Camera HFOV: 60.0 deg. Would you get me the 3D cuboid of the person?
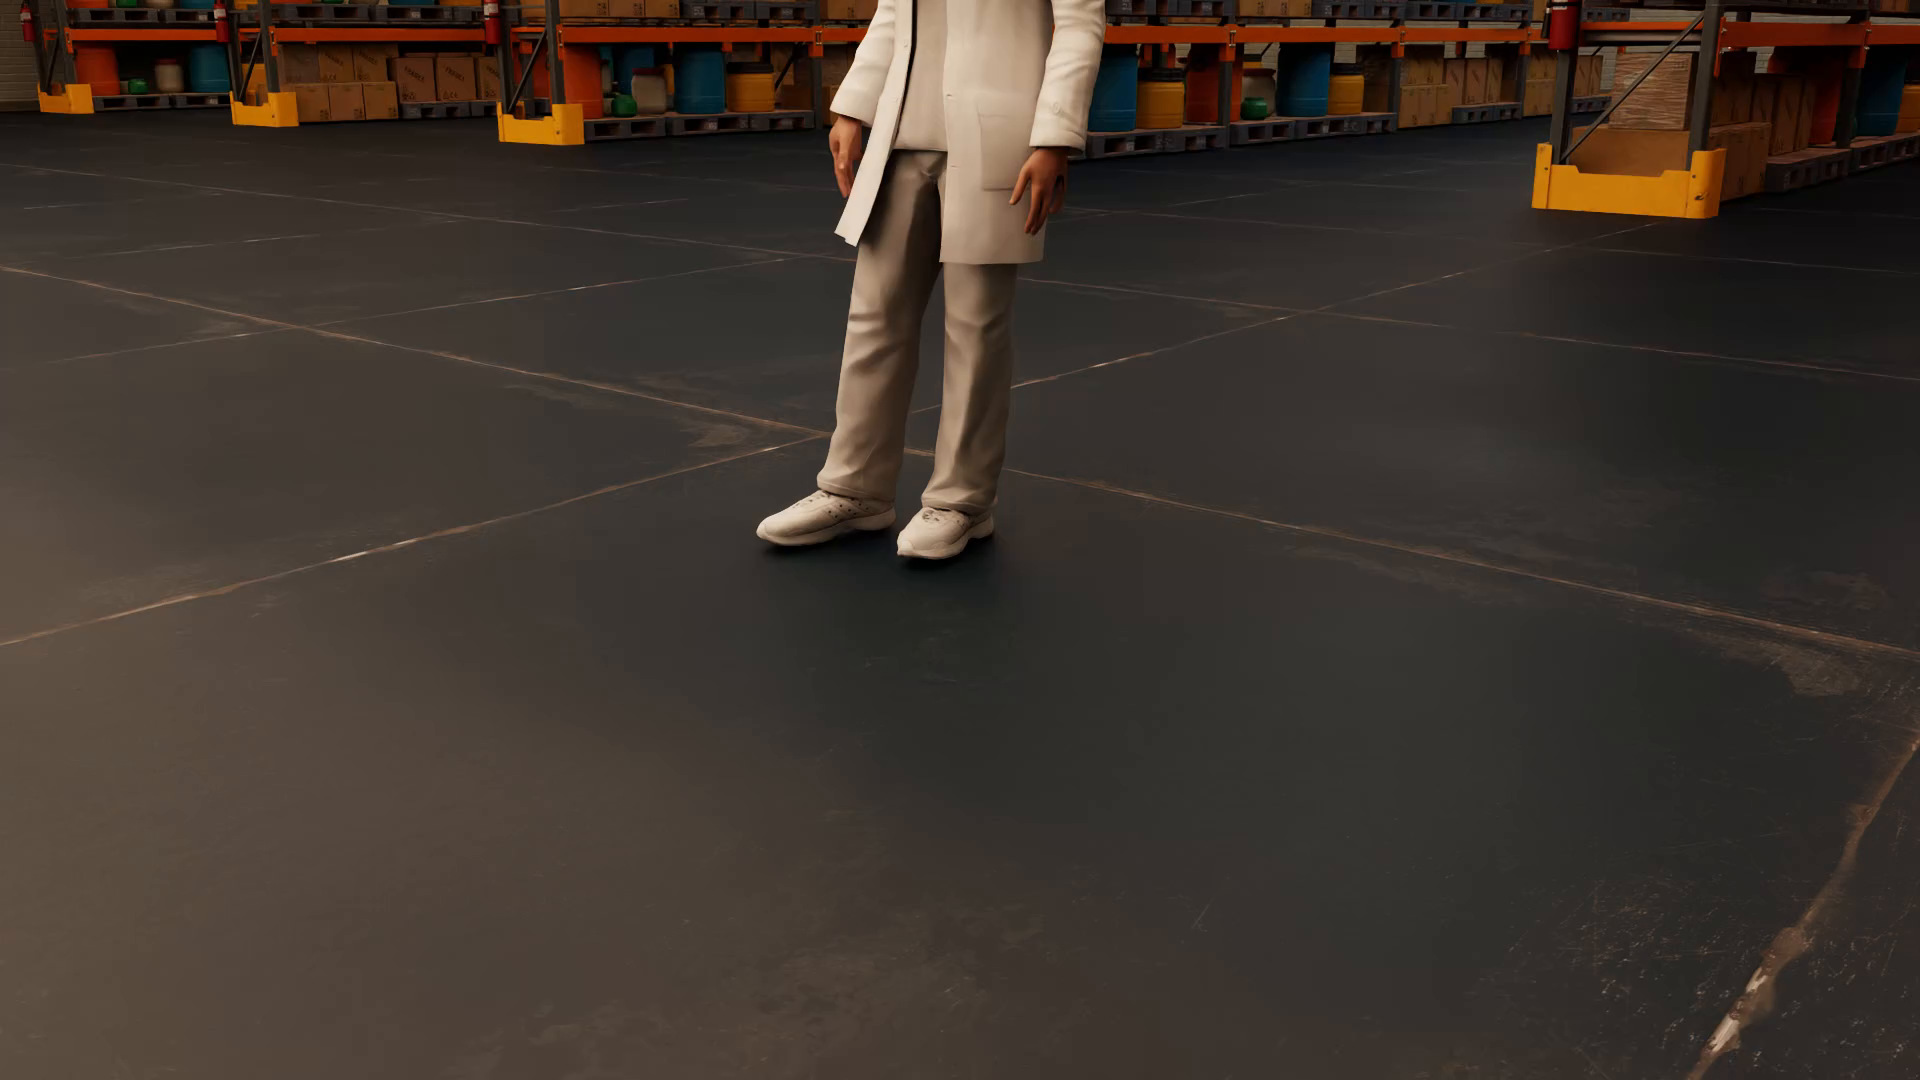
[{"bbox_3d":[-0.061,-0.838,3.616,0.698,1.778,0.578,13,21,37],"label":"person"}]
